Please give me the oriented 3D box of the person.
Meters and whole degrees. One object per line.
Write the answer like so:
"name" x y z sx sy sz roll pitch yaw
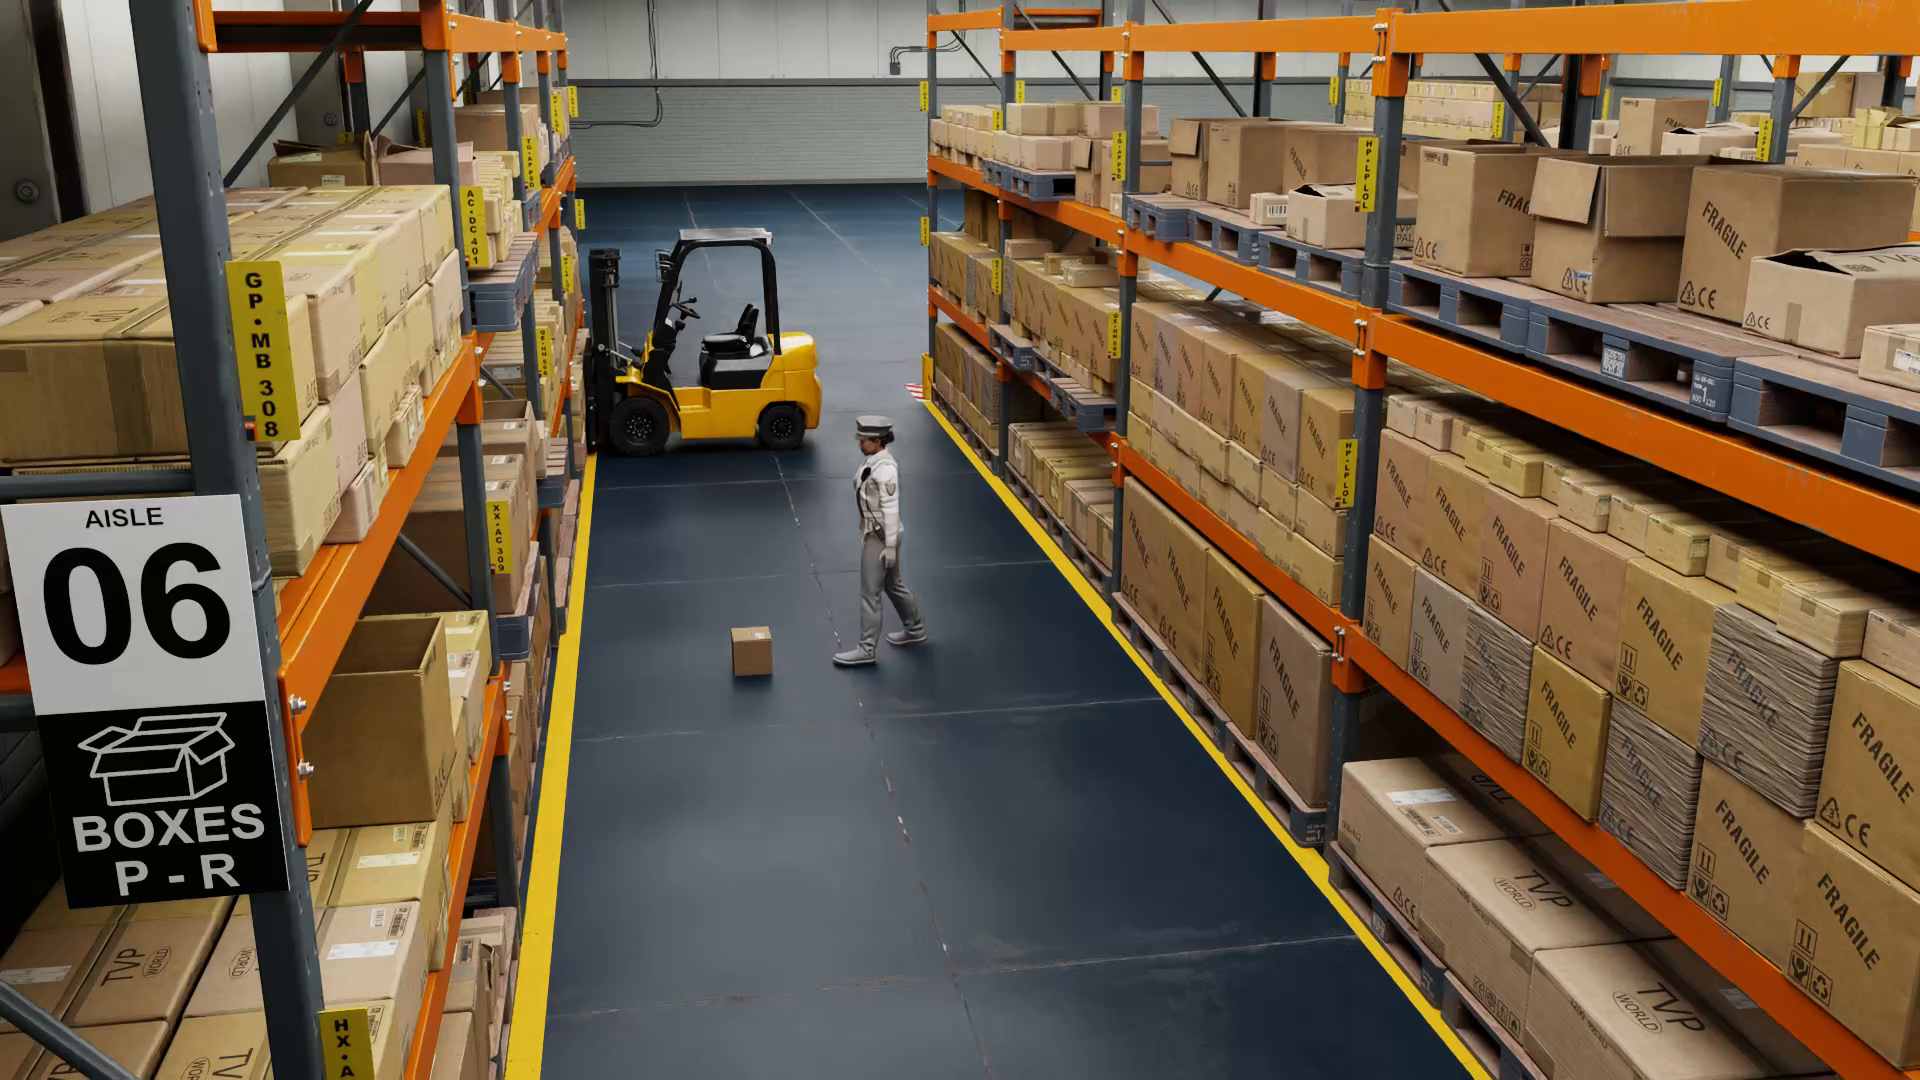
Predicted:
"person" -0.540 -0.017 11.066 0.668 1.653 0.505 -3 17 -9
